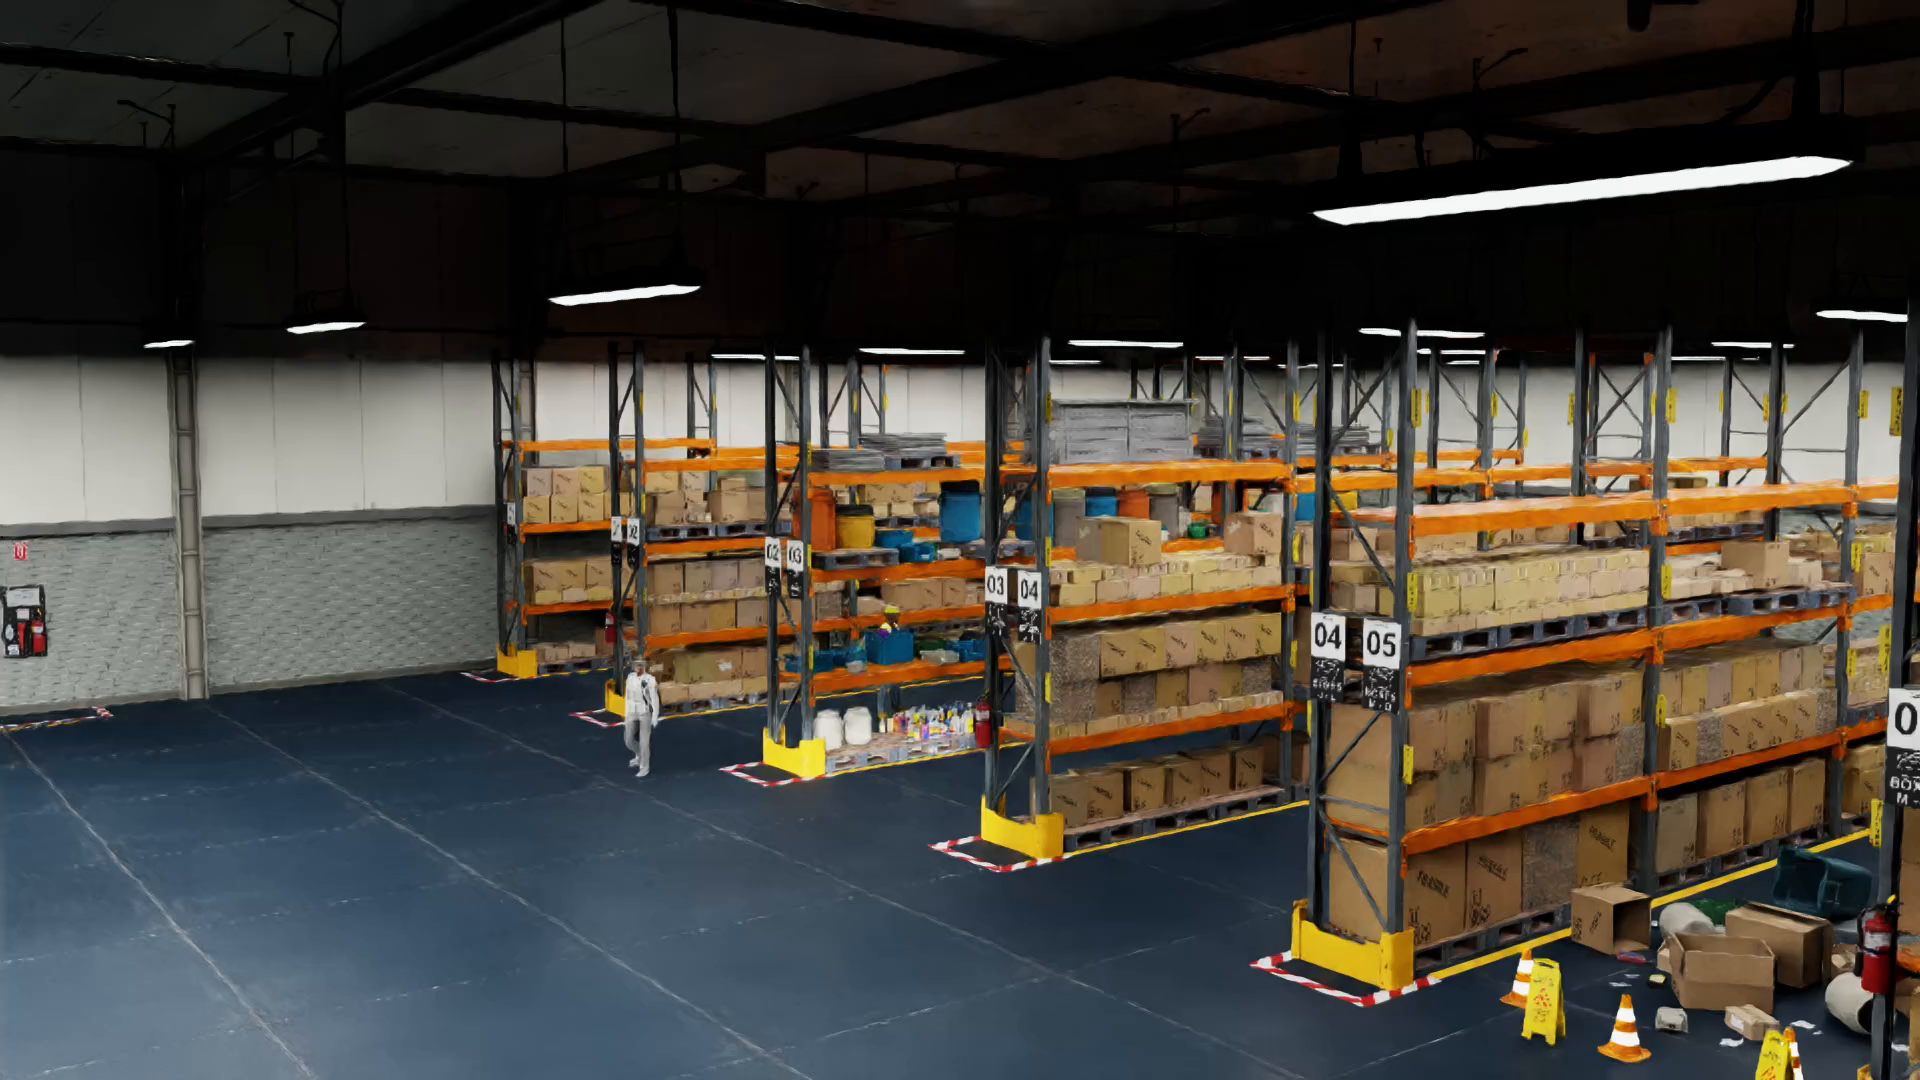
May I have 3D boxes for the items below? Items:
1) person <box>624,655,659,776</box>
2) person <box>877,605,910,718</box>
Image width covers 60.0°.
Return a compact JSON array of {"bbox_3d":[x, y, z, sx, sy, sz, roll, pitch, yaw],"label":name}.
[{"bbox_3d":[-4.325,2.354,22.586,0.501,1.671,0.510,1,5,16],"label":"person"},{"bbox_3d":[-1.061,1.929,26.588,0.463,1.772,0.649,2,5,23],"label":"person"}]
